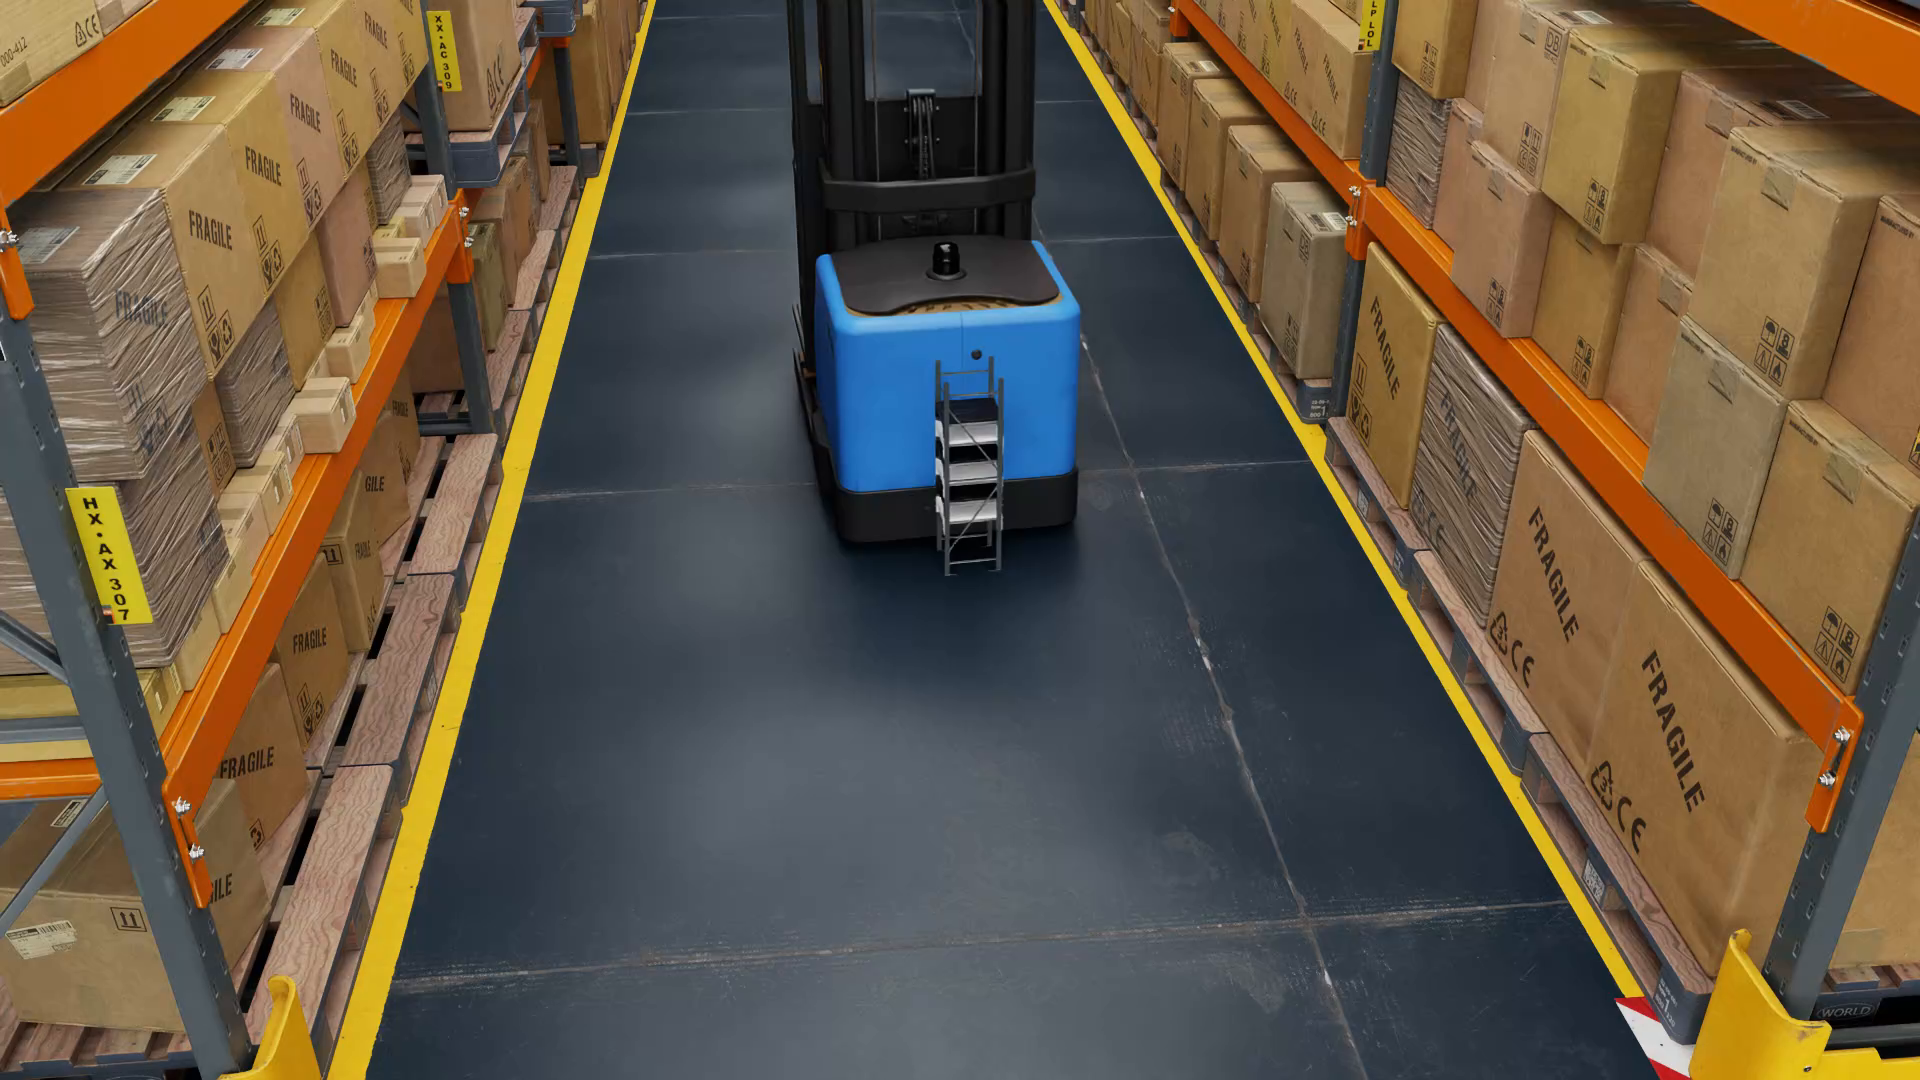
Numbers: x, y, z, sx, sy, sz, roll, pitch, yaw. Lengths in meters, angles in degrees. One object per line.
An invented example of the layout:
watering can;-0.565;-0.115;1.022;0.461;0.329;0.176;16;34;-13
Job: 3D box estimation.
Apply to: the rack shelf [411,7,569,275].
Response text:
rack shelf;-2.852;-2.321;8.912;1.077;0.370;4.000;-3;31;-5

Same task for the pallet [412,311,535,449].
pallet;-2.740;-0.809;8.399;1.003;0.211;1.213;-3;31;-5

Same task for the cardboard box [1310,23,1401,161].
cardboard box;1.967;-2.091;7.729;0.500;0.500;0.500;-3;31;-5

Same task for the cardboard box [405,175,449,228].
cardboard box;-2.353;-1.405;6.923;0.380;0.149;0.250;-3;31;-5

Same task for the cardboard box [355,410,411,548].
cardboard box;-2.607;-0.218;6.718;0.500;0.500;0.500;7;32;11

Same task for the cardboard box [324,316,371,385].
cardboard box;-2.227;-0.639;5.639;0.380;0.149;0.250;-3;31;-5

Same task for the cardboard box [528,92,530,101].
cardboard box;-2.947;-2.748;10.203;0.500;0.250;0.500;-2;31;-3

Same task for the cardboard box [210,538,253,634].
cardboard box;-2.094;0.127;4.357;0.380;0.149;0.250;-3;31;-5

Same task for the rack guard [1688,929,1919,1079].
rack guard;2.658;1.333;4.531;1.175;0.500;0.348;-3;31;-5

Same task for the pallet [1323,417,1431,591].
pallet;2.275;-0.206;7.389;1.003;0.211;1.213;-3;31;-5

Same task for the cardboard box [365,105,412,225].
cardboard box;-2.685;-1.547;6.527;0.875;0.500;0.500;-3;31;-5

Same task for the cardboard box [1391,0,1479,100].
cardboard box;2.282;-2.133;6.696;0.875;0.550;0.550;-3;31;-5

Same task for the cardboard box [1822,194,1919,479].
cardboard box;2.660;-0.472;3.916;0.875;0.550;0.550;-3;31;-5

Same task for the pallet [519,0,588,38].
pallet;-2.867;-3.210;9.886;1.213;0.211;1.003;-3;31;-5

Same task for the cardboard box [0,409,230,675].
cardboard box;-2.316;-0.019;3.970;0.875;0.500;0.500;-3;31;-5

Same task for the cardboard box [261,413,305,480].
cardboard box;-2.205;-0.254;4.994;0.380;0.149;0.250;-3;31;-5

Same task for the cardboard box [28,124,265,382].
cardboard box;-2.112;-0.716;4.161;0.500;0.500;0.500;-3;31;-5

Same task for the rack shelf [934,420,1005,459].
rack shelf;0.037;-0.422;6.793;0.258;0.077;0.200;-5;31;-9

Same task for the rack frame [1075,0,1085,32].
rack frame;1.535;-5.879;14.168;1.000;3.000;0.127;-3;31;-5

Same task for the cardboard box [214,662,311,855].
cardboard box;-2.423;0.703;5.176;0.500;0.500;0.500;5;31;8

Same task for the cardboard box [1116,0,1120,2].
cardboard box;1.436;-4.386;12.965;0.500;0.250;0.500;-2;31;-3

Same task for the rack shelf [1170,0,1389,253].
rack shelf;2.095;-2.507;9.224;1.077;0.370;4.000;-3;31;-5

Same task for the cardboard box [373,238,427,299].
cardboard box;-2.241;-1.024;6.285;0.380;0.149;0.250;-3;31;-5

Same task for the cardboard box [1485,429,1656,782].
cardboard box;2.442;0.187;5.674;0.875;0.875;0.875;-3;31;-5

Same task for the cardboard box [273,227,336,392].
cardboard box;-2.521;-0.782;5.247;0.875;0.500;0.500;-3;31;-5

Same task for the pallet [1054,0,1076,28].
pallet;1.437;-5.023;15.454;1.003;0.211;1.213;-3;31;-5

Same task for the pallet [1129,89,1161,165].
pallet;1.837;-3.039;12.132;1.003;0.211;1.213;-3;31;-5

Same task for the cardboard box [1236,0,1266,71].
cardboard box;1.823;-2.866;9.026;0.500;0.500;0.500;-3;31;-5

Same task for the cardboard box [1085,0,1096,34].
cardboard box;1.340;-4.596;14.048;0.500;0.500;0.500;-2;31;-3

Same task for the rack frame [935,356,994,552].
rack frame;0.019;-0.347;6.954;0.240;0.900;0.006;-5;31;-9

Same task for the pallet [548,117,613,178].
pallet;-3.038;-2.860;11.832;1.003;0.211;1.213;-3;31;-5

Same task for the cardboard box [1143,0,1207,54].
cardboard box;1.583;-3.603;11.653;0.500;0.250;0.500;-3;31;-6

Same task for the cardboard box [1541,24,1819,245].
cardboard box;2.420;-1.305;5.311;0.875;0.550;0.500;-3;31;-5

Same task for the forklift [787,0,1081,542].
forklift;-0.251;-1.988;7.721;1.130;2.935;3.031;-5;31;-9

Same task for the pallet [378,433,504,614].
pallet;-2.568;-0.071;7.162;1.003;0.211;1.213;-3;31;-5

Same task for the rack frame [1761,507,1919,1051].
rack frame;2.653;0.247;3.911;0.949;2.616;0.053;-3;31;-5

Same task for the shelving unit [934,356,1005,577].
shelving unit;0.037;-0.296;6.868;0.258;0.900;0.210;-5;31;-9

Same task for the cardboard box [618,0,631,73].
cardboard box;-3.249;-4.179;12.984;1.225;0.875;0.875;-4;31;-6

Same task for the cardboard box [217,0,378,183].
cardboard box;-2.256;-1.482;5.443;0.500;0.500;0.500;-3;31;-5

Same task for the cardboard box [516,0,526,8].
cardboard box;-2.797;-3.320;9.377;0.700;0.500;0.500;2;31;3

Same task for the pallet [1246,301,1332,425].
pallet;2.135;-0.988;8.698;1.003;0.211;1.213;-3;31;-5

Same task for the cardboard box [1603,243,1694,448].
cardboard box;2.576;-0.576;5.143;0.875;0.550;0.550;-3;31;-5

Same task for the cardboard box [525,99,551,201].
cardboard box;-2.957;-2.426;10.394;0.700;0.500;0.500;-4;31;-7

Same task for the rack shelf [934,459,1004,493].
rack shelf;0.037;-0.267;6.885;0.258;0.077;0.200;-5;31;-9

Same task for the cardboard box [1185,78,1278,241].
cardboard box;1.961;-2.290;9.943;1.050;0.750;0.750;-2;31;-4

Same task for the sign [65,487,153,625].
sign;-1.752;0.036;3.421;0.100;0.325;0.005;-3;31;-5

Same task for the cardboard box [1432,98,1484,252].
cardboard box;2.402;-1.392;6.509;0.875;0.550;0.550;-3;31;-5

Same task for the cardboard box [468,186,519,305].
cardboard box;-2.780;-1.569;8.960;0.700;0.500;0.500;-5;31;-9

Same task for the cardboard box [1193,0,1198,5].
cardboard box;1.682;-3.638;10.318;0.500;0.500;0.500;-2;31;-4

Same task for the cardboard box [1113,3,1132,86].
cardboard box;1.476;-3.802;12.718;0.500;0.500;0.500;-4;31;-7
